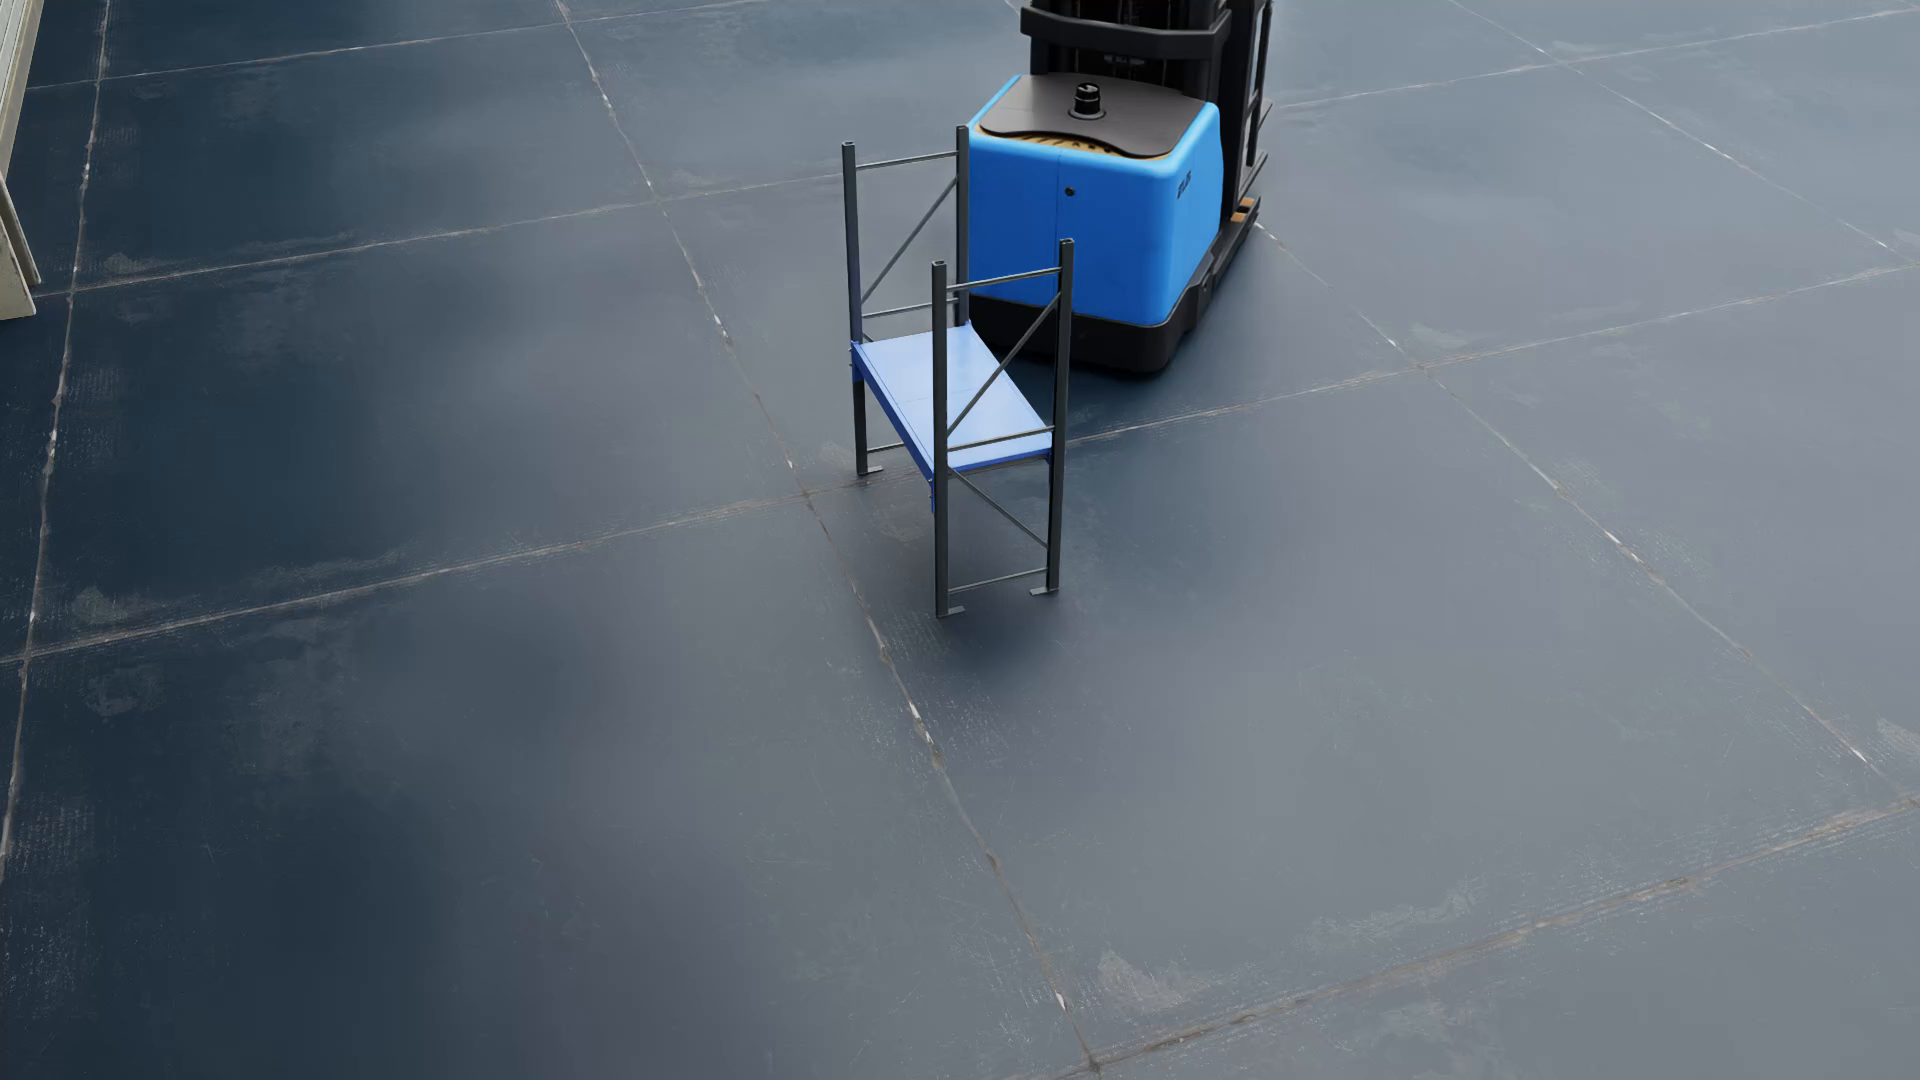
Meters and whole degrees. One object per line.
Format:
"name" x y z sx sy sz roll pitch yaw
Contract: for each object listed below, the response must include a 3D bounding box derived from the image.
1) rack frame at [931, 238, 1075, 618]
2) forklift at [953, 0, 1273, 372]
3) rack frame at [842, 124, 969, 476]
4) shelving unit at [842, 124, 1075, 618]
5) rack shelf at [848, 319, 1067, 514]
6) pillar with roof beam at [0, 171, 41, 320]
"rack frame" 0.146 -0.360 5.981 0.500 1.500 0.032 -12 39 -16
"forklift" 0.977 -2.828 8.068 1.130 2.935 3.031 13 39 17
"rack frame" -0.204 -0.934 6.744 0.500 1.500 0.032 -12 39 -16
"shelving unit" -0.029 -0.647 6.363 0.538 1.500 1.048 -12 39 -16
"rack shelf" -0.029 -0.504 6.471 0.538 0.185 1.000 -12 39 -16
"pillar with roof beam" -0.749 -5.681 6.813 9.100 9.000 0.400 -12 39 -16
